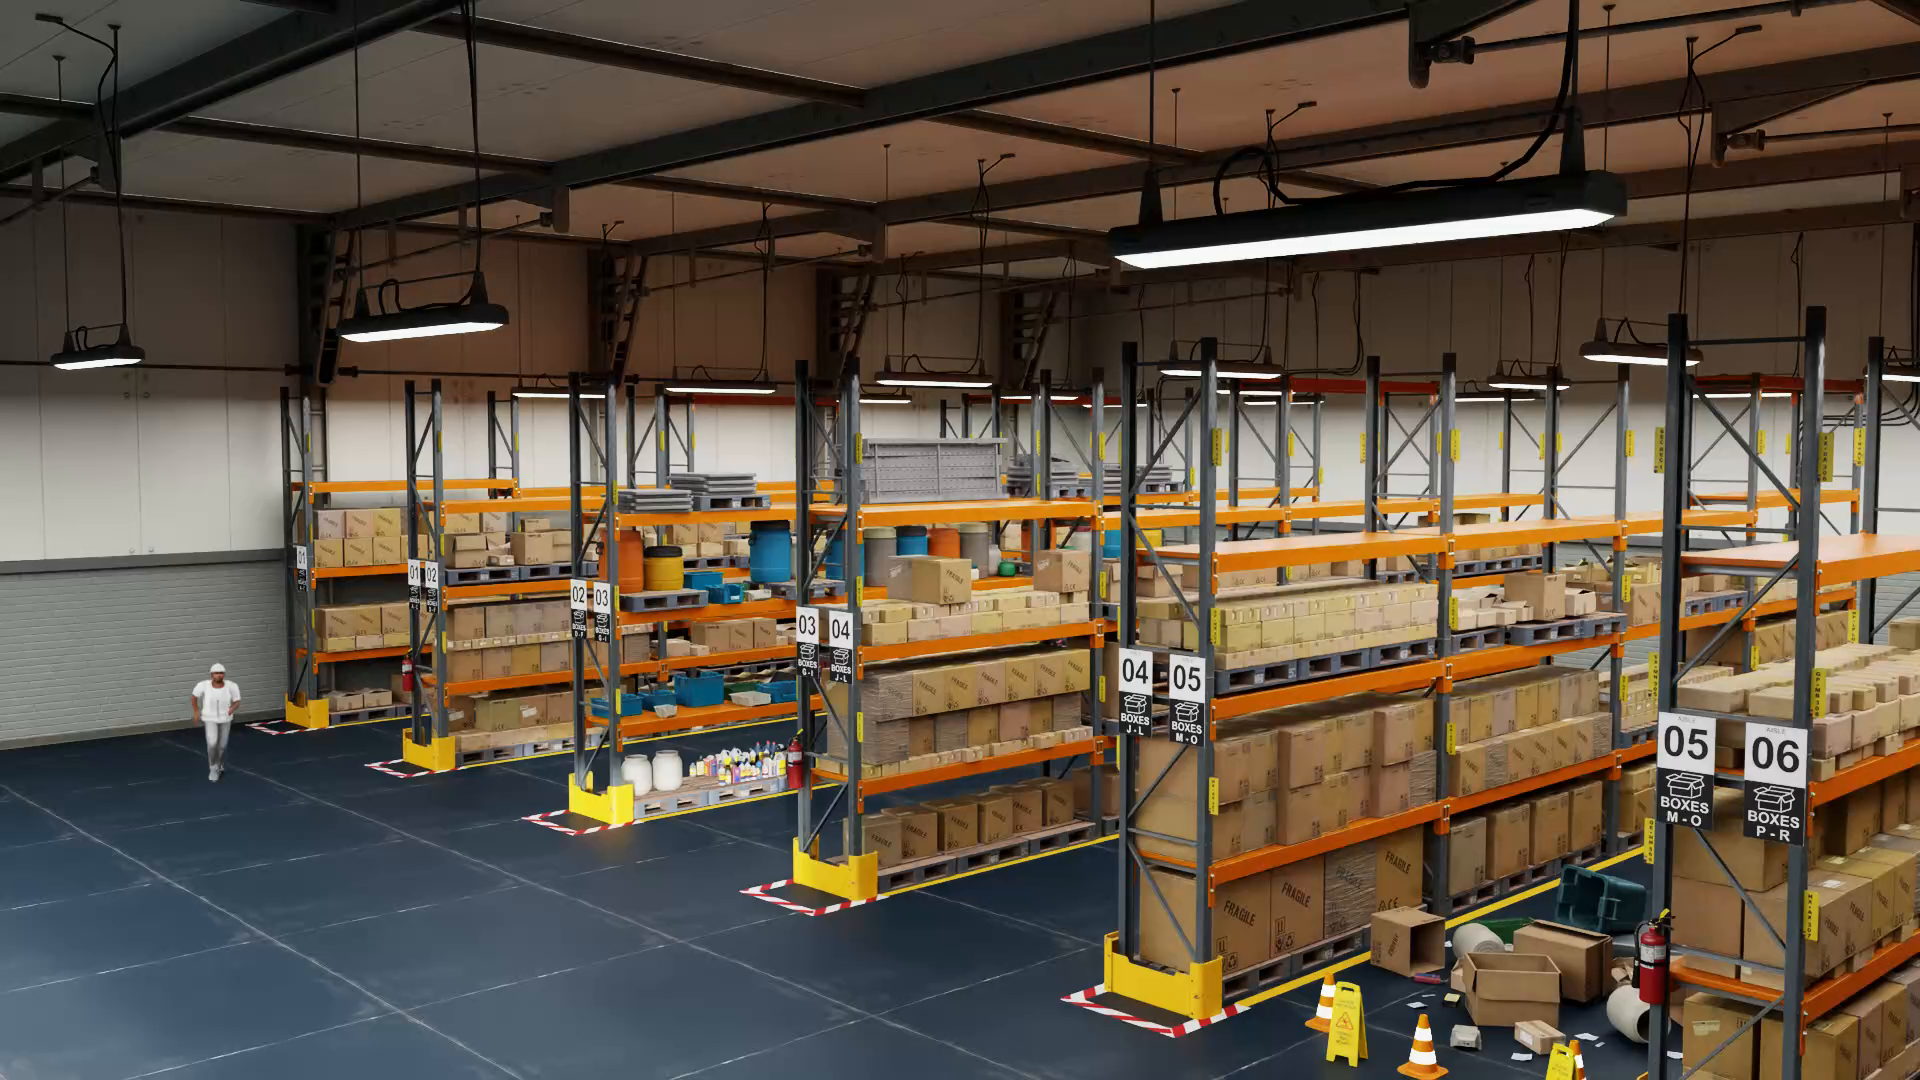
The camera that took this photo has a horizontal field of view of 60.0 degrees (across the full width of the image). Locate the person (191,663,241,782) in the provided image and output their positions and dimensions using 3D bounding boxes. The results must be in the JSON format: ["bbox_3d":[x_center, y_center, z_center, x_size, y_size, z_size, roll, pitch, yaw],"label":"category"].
[{"bbox_3d":[-11.104,2.718,24.864,0.645,1.772,0.834,-2,4,-32],"label":"person"}]
